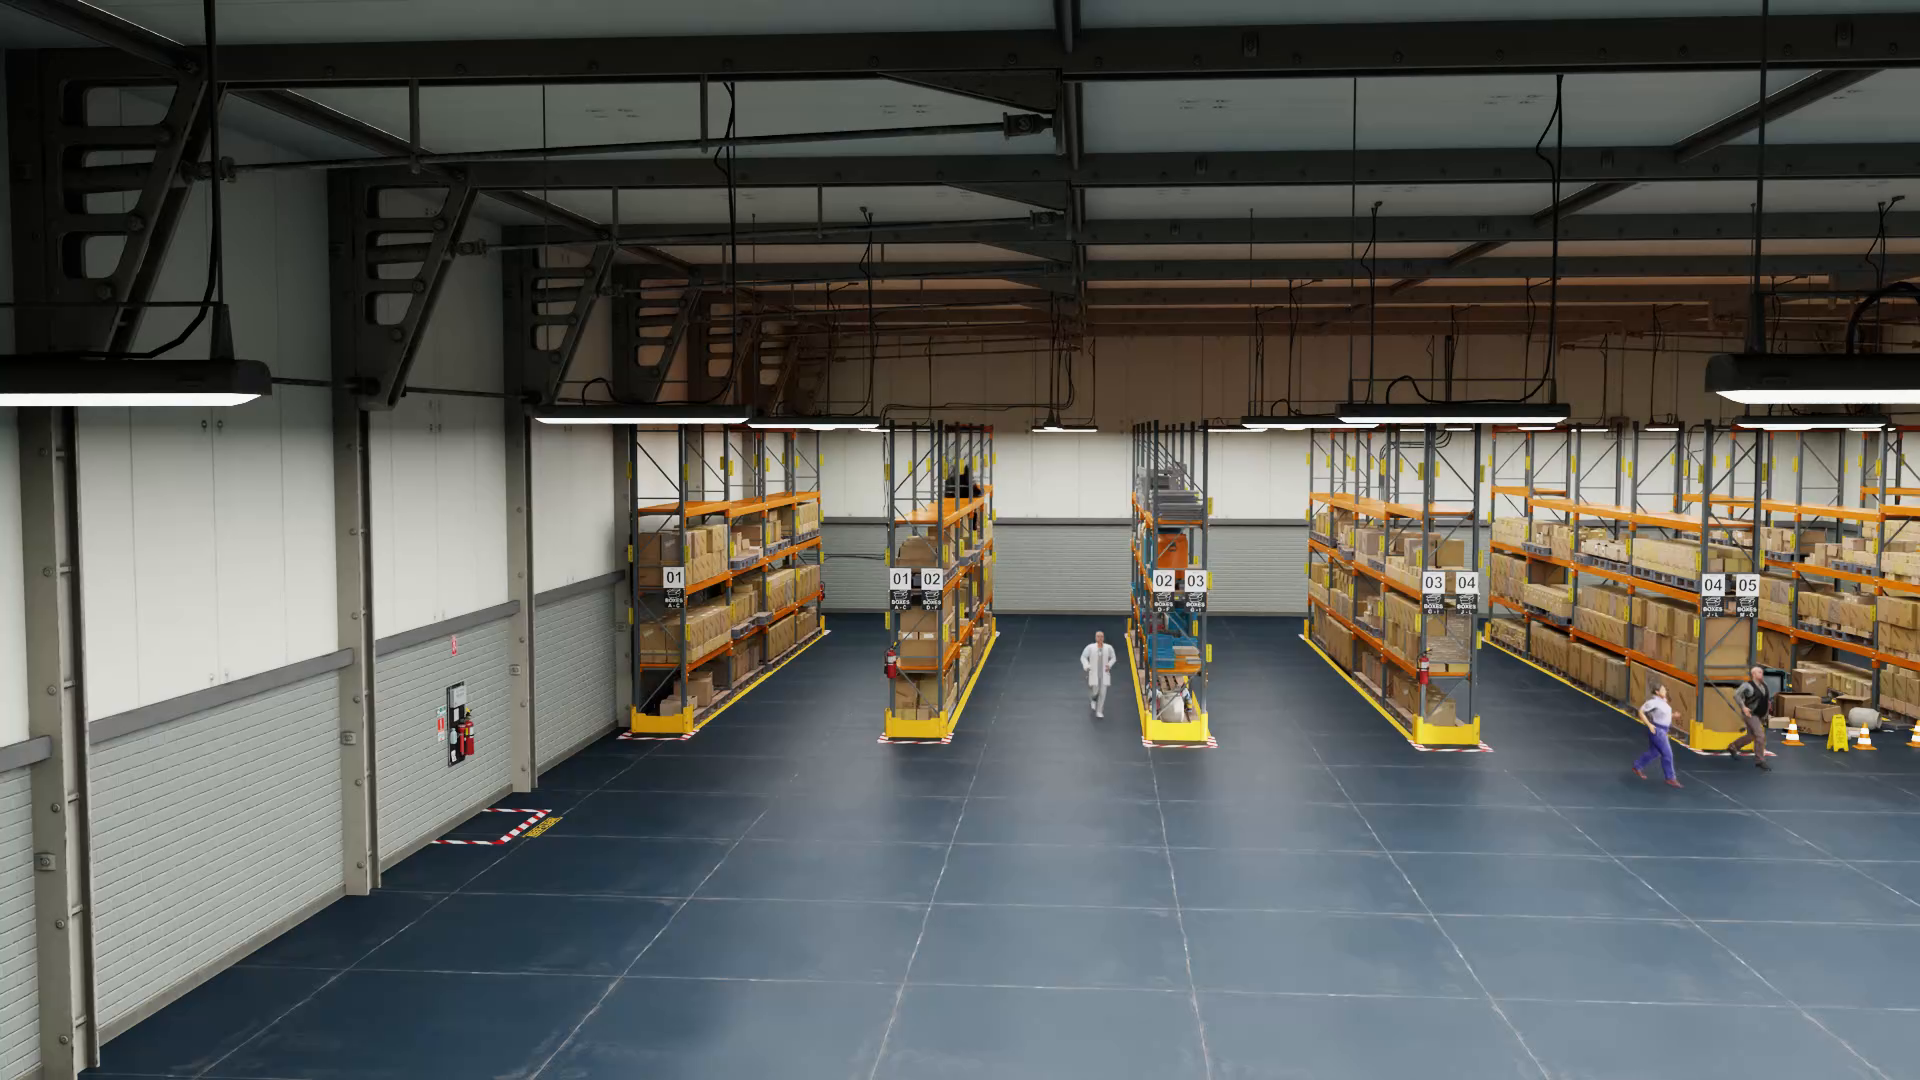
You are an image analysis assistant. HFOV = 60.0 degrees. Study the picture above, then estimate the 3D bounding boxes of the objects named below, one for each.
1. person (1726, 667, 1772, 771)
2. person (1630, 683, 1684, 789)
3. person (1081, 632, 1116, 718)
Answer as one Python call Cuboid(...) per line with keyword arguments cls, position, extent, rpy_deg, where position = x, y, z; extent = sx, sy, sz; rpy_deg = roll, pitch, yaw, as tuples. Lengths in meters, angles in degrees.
Cuboid(cls="person", position=(13.638, 3.036, 28.620), extent=(0.667, 1.734, 0.892), rpy_deg=(-2, 4, -33))
Cuboid(cls="person", position=(11.399, 3.167, 27.142), extent=(0.877, 1.671, 0.594), rpy_deg=(3, 4, 36))
Cuboid(cls="person", position=(2.821, 2.720, 33.737), extent=(0.726, 1.734, 0.702), rpy_deg=(0, 4, -5))
